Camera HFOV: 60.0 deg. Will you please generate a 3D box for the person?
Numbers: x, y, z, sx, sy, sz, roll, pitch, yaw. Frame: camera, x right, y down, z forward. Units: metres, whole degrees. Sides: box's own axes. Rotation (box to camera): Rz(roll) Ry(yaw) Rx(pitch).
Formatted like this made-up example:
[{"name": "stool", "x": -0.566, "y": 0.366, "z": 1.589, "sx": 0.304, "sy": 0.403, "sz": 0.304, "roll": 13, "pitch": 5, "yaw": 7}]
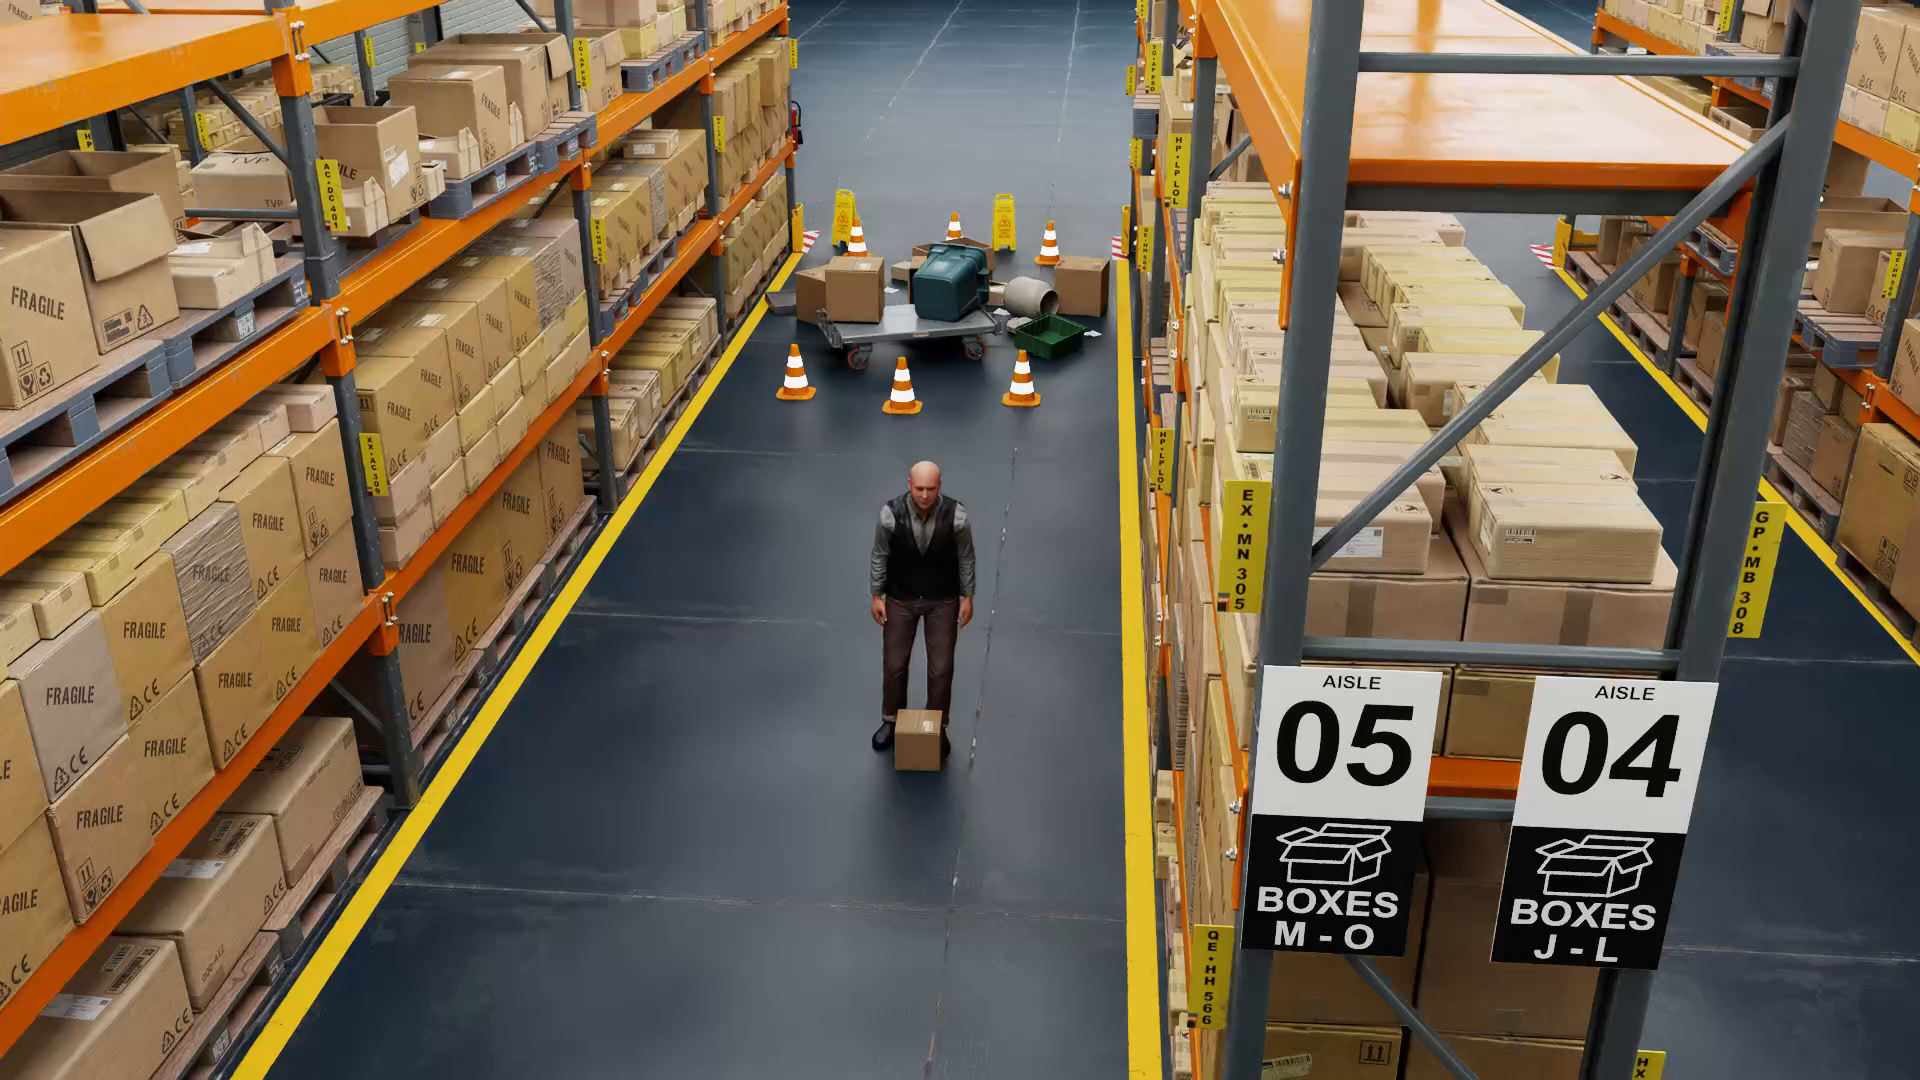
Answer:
[{"name": "person", "x": -0.209, "y": 0.349, "z": 9.267, "sx": 0.593, "sy": 1.721, "sz": 0.473, "roll": 0, "pitch": 24, "yaw": 1}]
